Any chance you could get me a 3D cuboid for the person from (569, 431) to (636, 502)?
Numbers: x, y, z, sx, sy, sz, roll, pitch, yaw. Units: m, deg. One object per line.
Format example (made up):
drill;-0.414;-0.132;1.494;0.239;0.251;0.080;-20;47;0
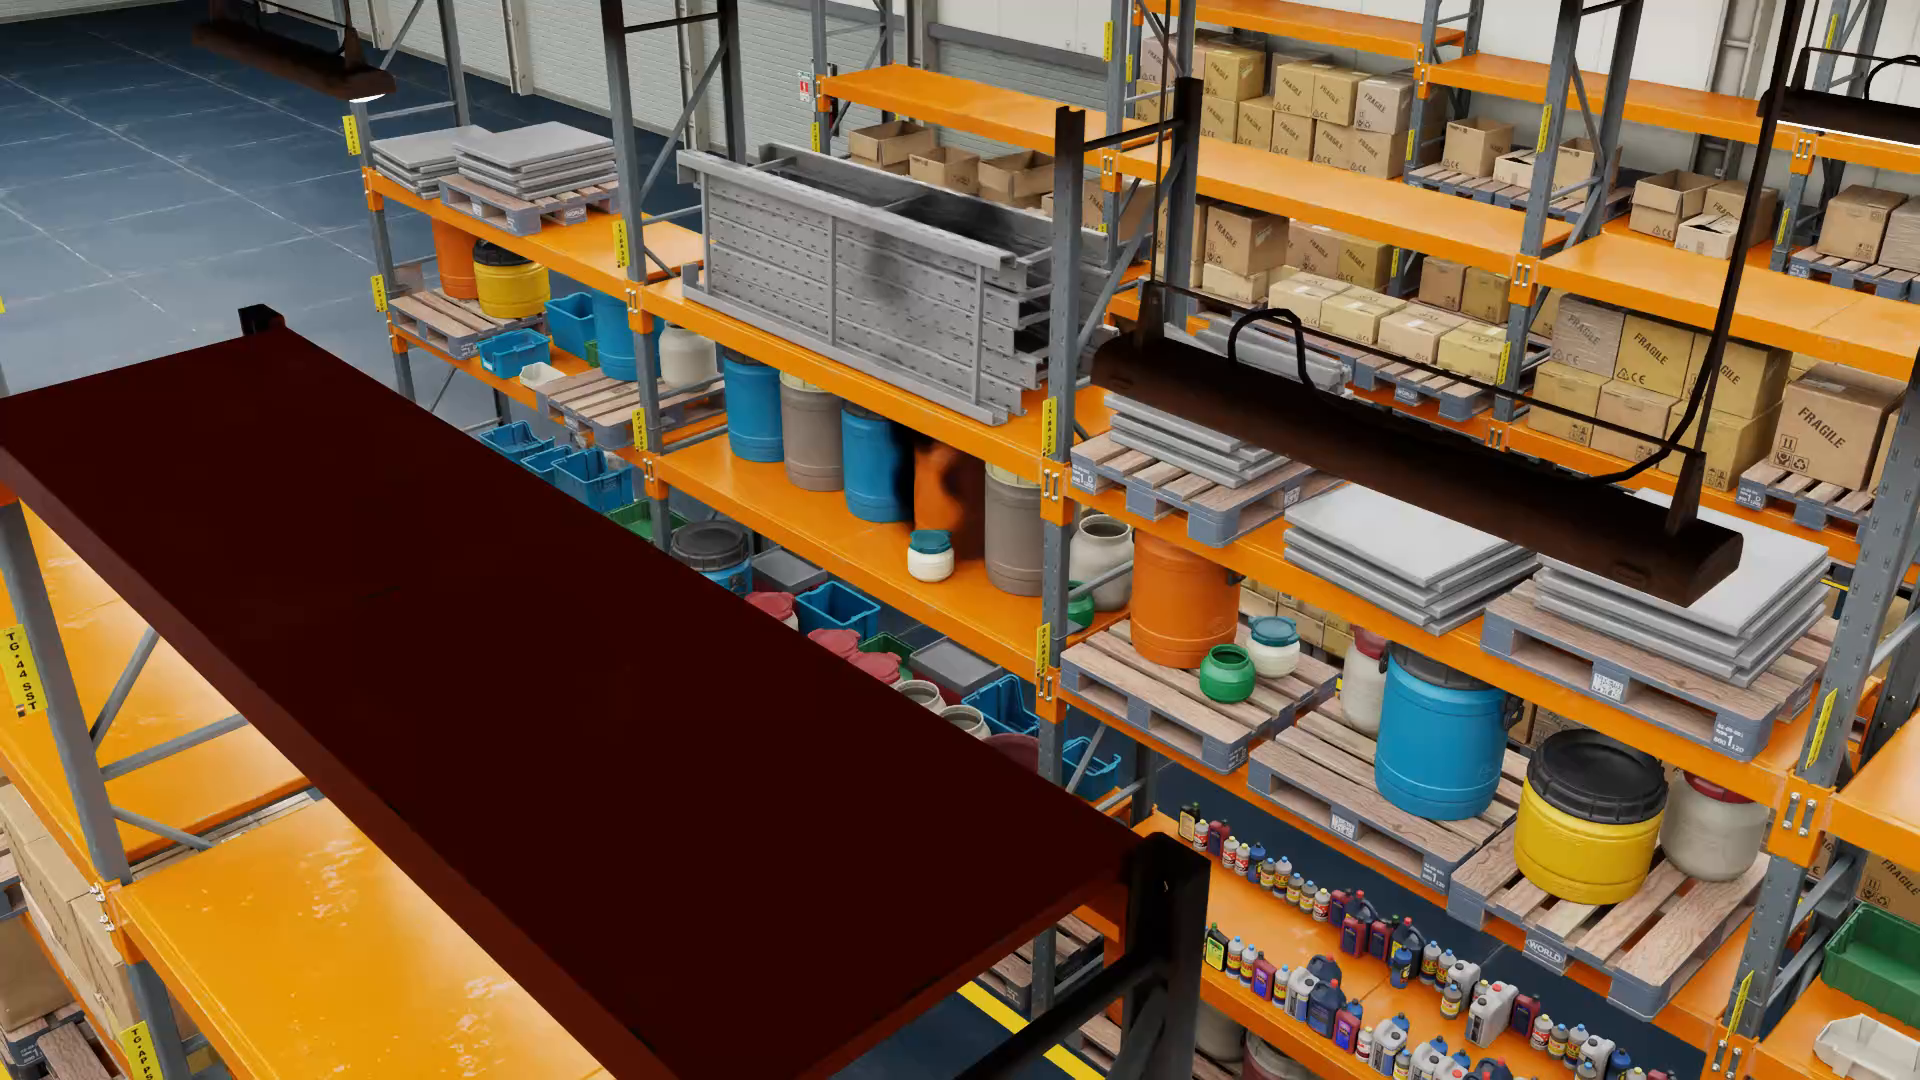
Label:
person;-3.617;-0.851;16.723;0.890;1.682;0.637;15;32;25
